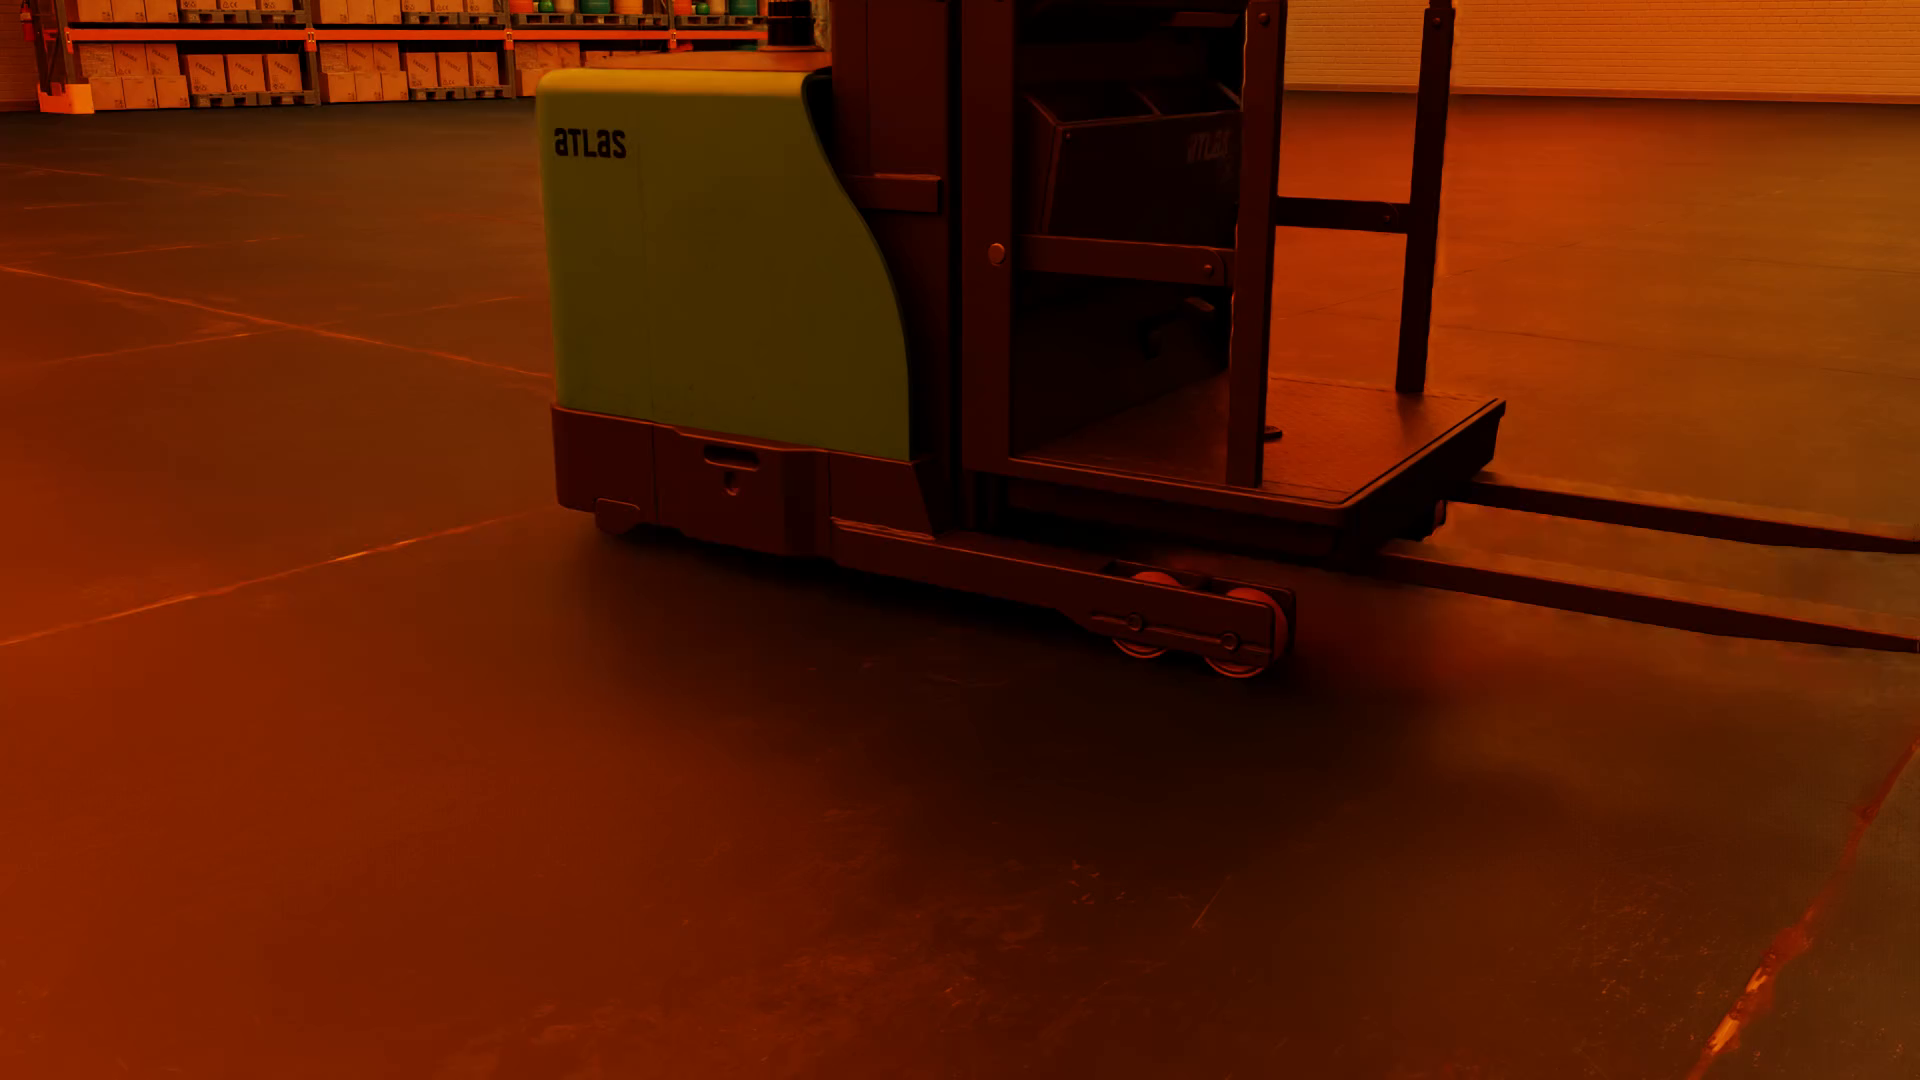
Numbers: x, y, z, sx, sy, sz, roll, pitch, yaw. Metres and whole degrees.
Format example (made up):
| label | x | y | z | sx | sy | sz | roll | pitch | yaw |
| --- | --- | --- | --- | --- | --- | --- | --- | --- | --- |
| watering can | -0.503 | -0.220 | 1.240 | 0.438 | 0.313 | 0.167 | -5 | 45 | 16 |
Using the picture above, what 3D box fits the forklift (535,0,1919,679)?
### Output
| label | x | y | z | sx | sy | sz | roll | pitch | yaw |
| --- | --- | --- | --- | --- | --- | --- | --- | --- | --- |
| forklift | 0.552 | -1.321 | 3.246 | 3.031 | 2.935 | 1.130 | 10 | 20 | 30 |
